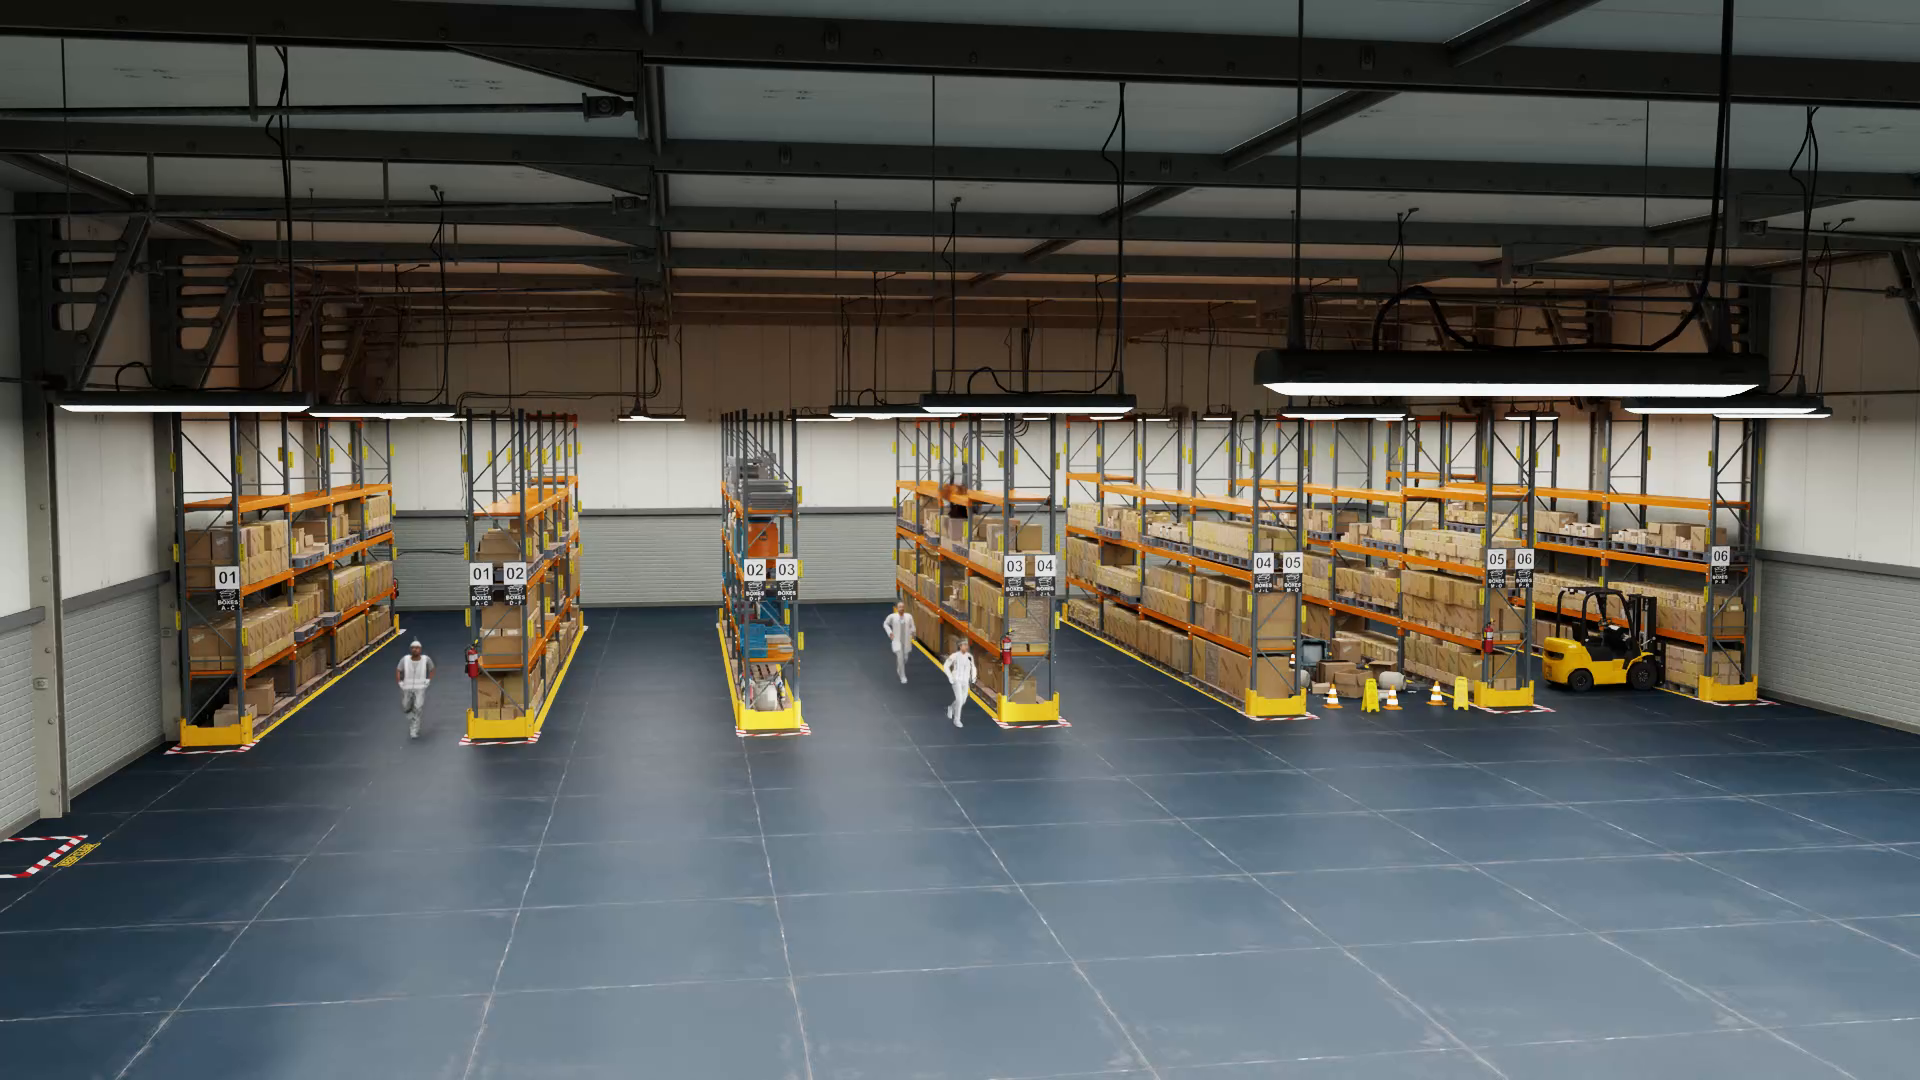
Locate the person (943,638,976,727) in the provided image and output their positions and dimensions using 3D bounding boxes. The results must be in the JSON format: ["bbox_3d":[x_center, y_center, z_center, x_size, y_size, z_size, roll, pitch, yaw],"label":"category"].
[{"bbox_3d":[0.011,2.697,31.741,0.666,1.663,0.573,-2,5,-28],"label":"person"}]

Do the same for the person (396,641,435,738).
[{"bbox_3d":[-10.064,2.736,30.748,0.688,1.744,0.852,-1,4,-10],"label":"person"}]

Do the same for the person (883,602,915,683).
[{"bbox_3d":[-1.326,2.272,37.089,0.711,1.769,0.827,-1,4,-17],"label":"person"}]

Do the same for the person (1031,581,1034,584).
[{"bbox_3d":[1.772,1.498,48.292,0.765,1.688,0.577,1,4,12],"label":"person"}]
